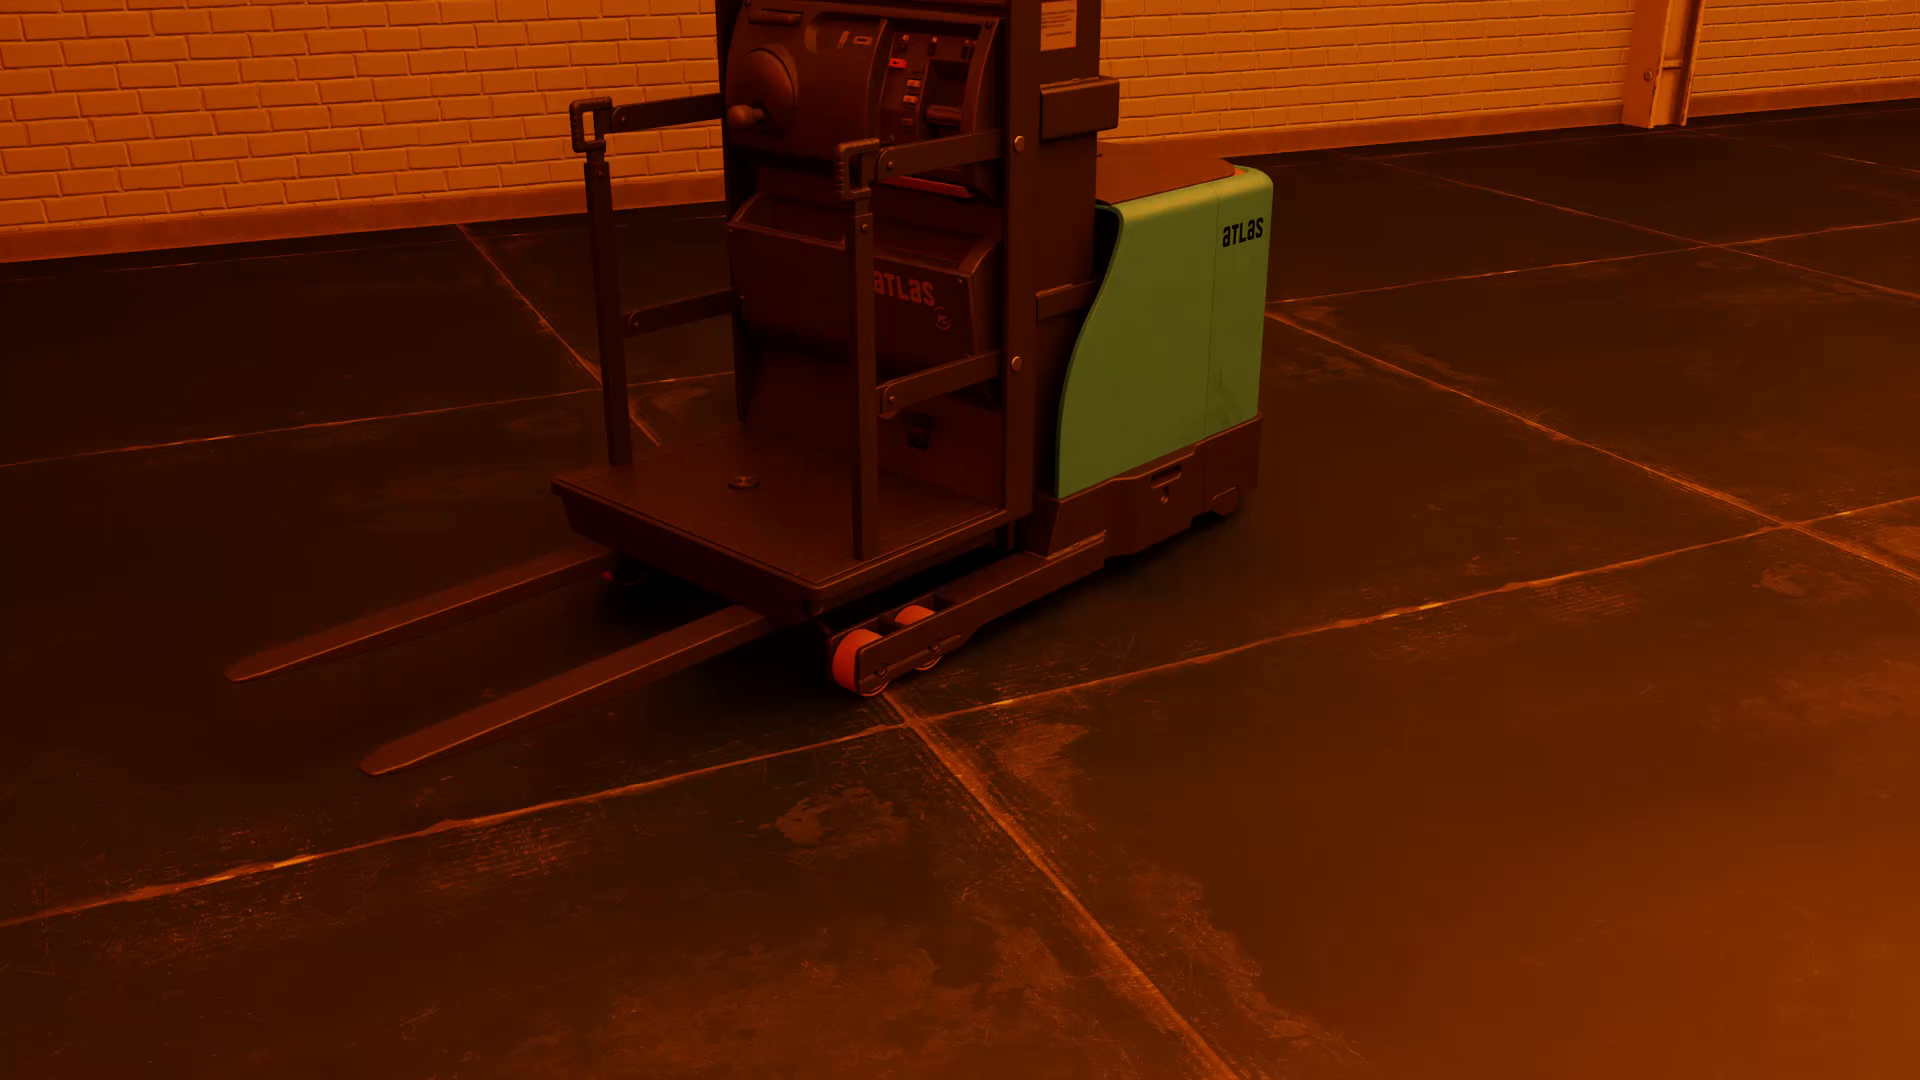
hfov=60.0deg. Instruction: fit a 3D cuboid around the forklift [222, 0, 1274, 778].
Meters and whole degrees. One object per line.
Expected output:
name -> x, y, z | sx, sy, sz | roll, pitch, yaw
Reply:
forklift -> -0.413, -1.182, 4.131 | 1.130, 2.935, 3.031 | 19, 29, 39
